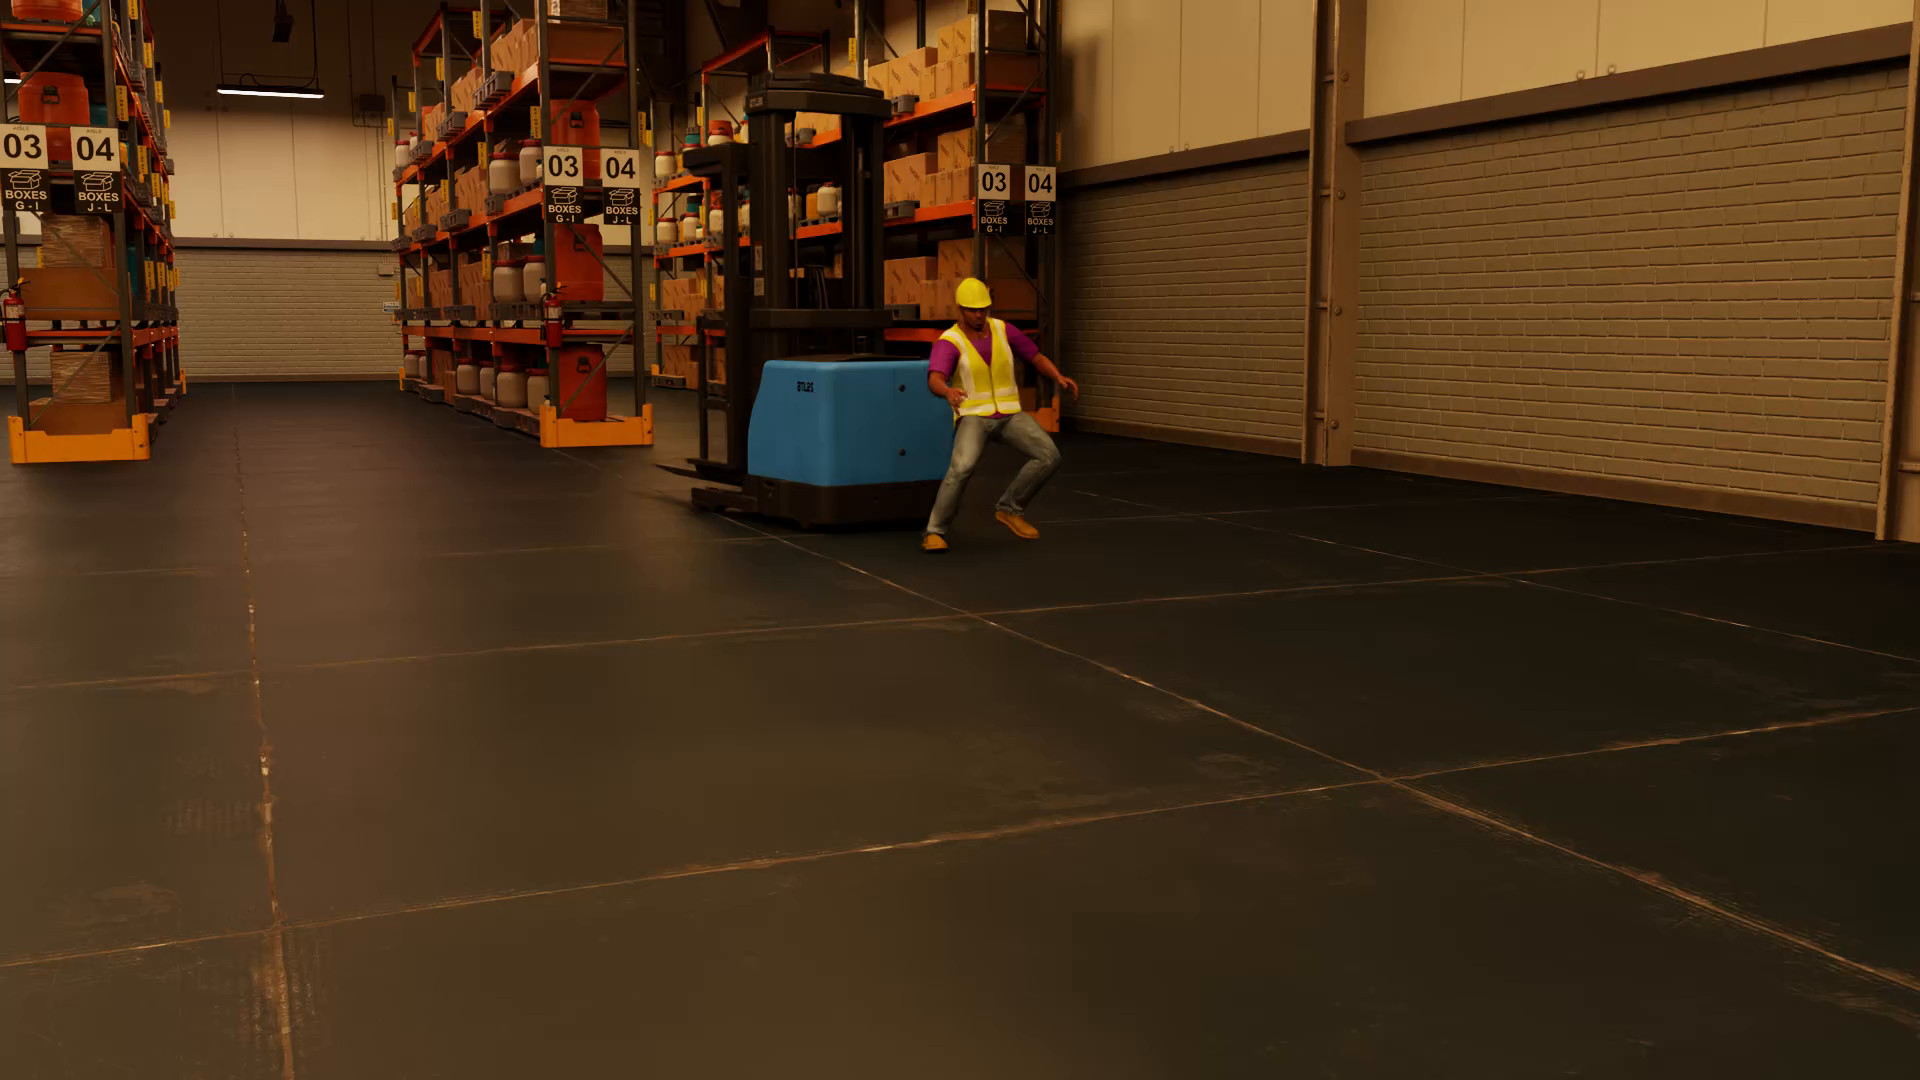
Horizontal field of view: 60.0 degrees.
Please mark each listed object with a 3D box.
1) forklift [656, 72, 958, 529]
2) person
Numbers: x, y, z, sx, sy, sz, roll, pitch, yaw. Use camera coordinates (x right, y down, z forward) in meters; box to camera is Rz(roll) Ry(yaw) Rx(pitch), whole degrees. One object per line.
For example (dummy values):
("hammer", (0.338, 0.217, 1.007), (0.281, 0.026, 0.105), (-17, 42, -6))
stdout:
("forklift", (-1.244, -1.673, 11.632), (1.130, 2.935, 3.031), (-5, 9, -33))
("person", (0.203, -0.745, 9.772), (0.957, 1.585, 0.761), (-3, 8, -21))
